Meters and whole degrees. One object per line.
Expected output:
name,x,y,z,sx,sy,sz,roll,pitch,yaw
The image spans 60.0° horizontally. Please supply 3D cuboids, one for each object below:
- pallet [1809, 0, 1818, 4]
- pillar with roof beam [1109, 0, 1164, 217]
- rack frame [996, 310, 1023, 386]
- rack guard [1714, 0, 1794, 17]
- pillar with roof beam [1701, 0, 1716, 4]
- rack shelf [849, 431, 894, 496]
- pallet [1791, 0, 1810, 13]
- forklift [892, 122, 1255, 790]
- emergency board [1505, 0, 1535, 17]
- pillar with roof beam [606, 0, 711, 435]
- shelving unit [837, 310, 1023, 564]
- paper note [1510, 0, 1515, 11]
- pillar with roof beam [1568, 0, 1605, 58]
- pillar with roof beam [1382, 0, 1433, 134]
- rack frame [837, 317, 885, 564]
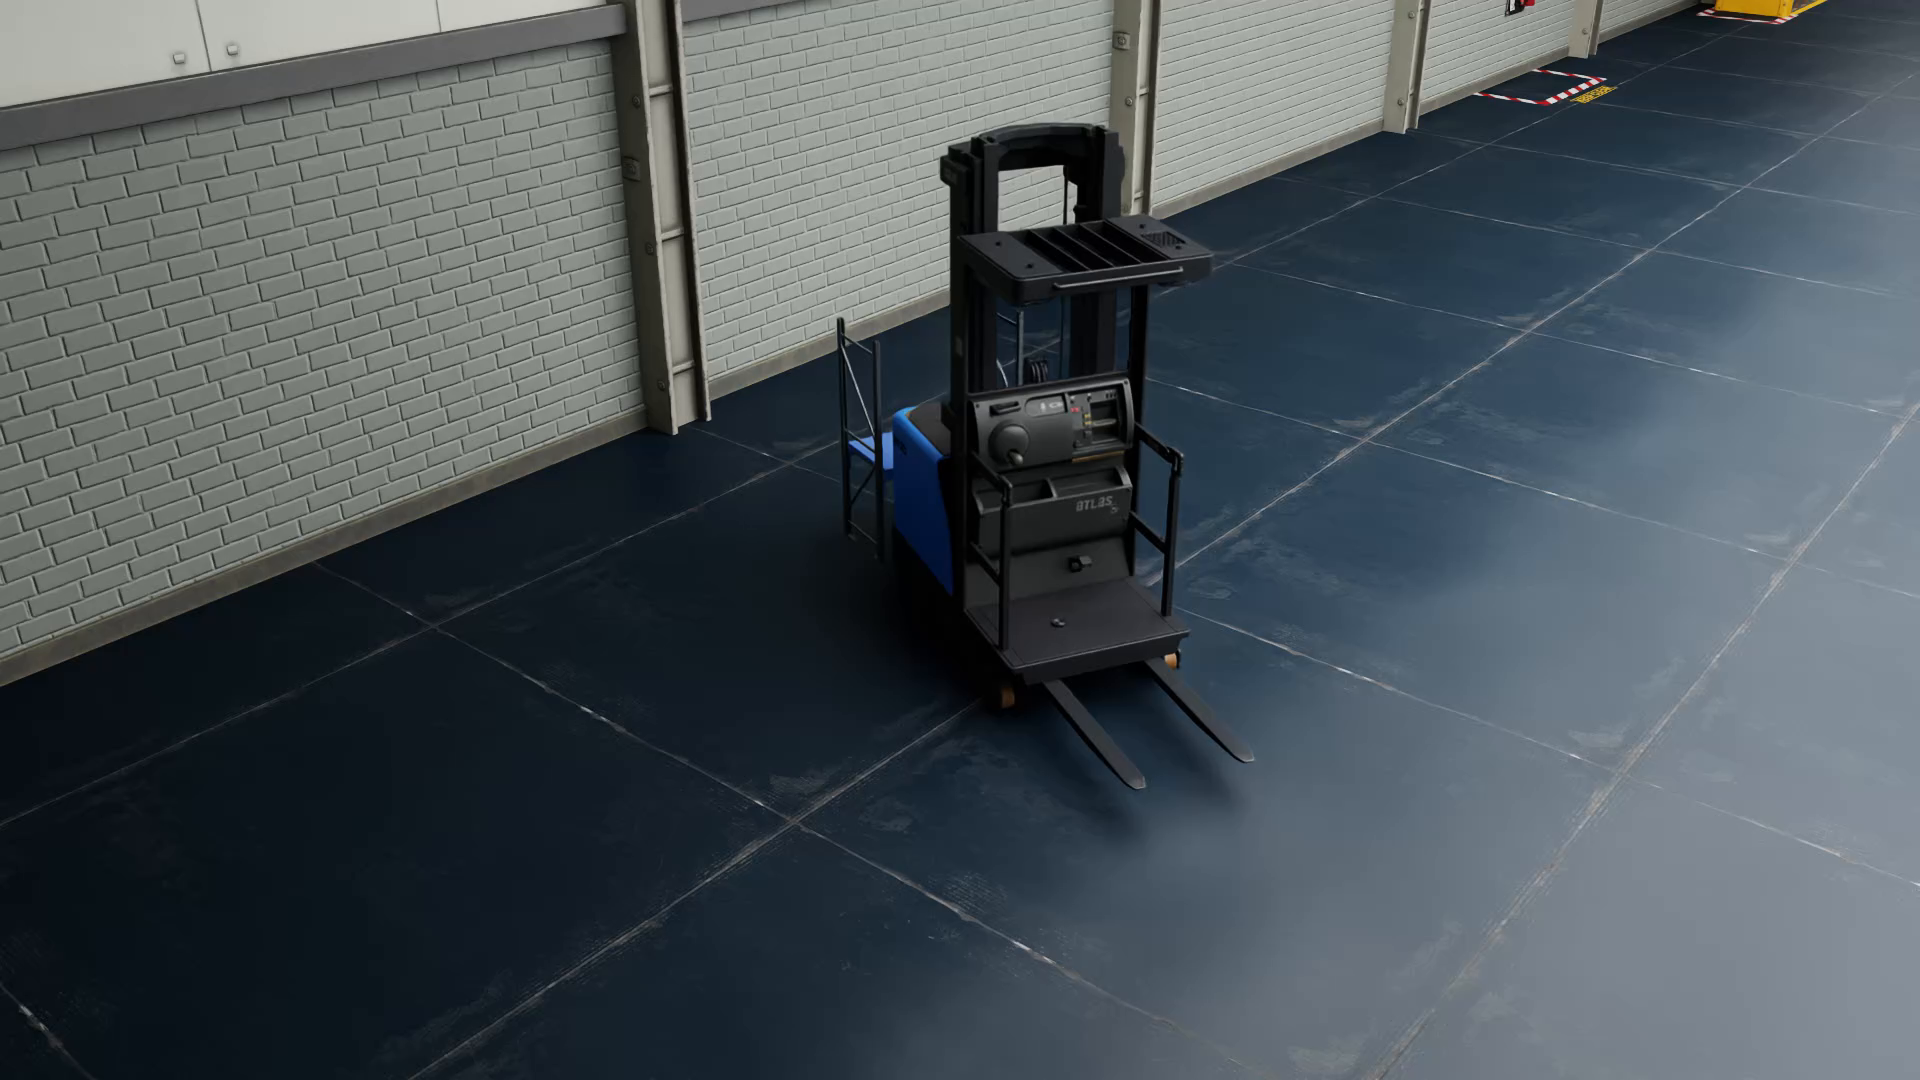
pallet,14.724,-9.733,29.465,1.003,0.211,1.213,21,34,34
pillar with roof beam,5.005,-5.761,12.225,9.100,9.000,0.400,21,34,34
rack frame,0.252,-0.853,10.899,0.032,1.500,0.500,-15,31,-27
rack guard,13.403,-9.152,28.030,1.175,0.500,0.348,21,34,34
pillar with roof beam,16.455,-12.143,24.561,9.100,9.000,0.400,21,34,34
rack shelf,-0.184,-0.573,10.748,1.000,0.185,0.538,-15,31,-27
pallet,13.947,-9.302,28.633,1.003,0.211,1.213,21,34,34
forklift,0.594,-0.596,8.844,1.130,2.935,3.031,-10,29,-19
emergency board,7.715,-7.744,22.588,0.194,1.169,0.643,21,34,34
pillar with roof beam,1.189,-3.634,8.113,9.100,9.000,0.400,21,34,34
shelving unit,-0.184,-0.733,10.666,1.048,1.500,0.538,-15,31,-27
paper note,7.549,-7.311,22.708,0.016,0.148,0.142,21,34,34
pillar with roof beam,12.638,-10.016,20.449,9.100,9.000,0.400,21,34,34
pillar with roof beam,8.822,-7.889,16.337,9.100,9.000,0.400,21,34,34
rack frame,-0.619,-0.612,10.433,0.032,1.500,0.500,-15,31,-27
